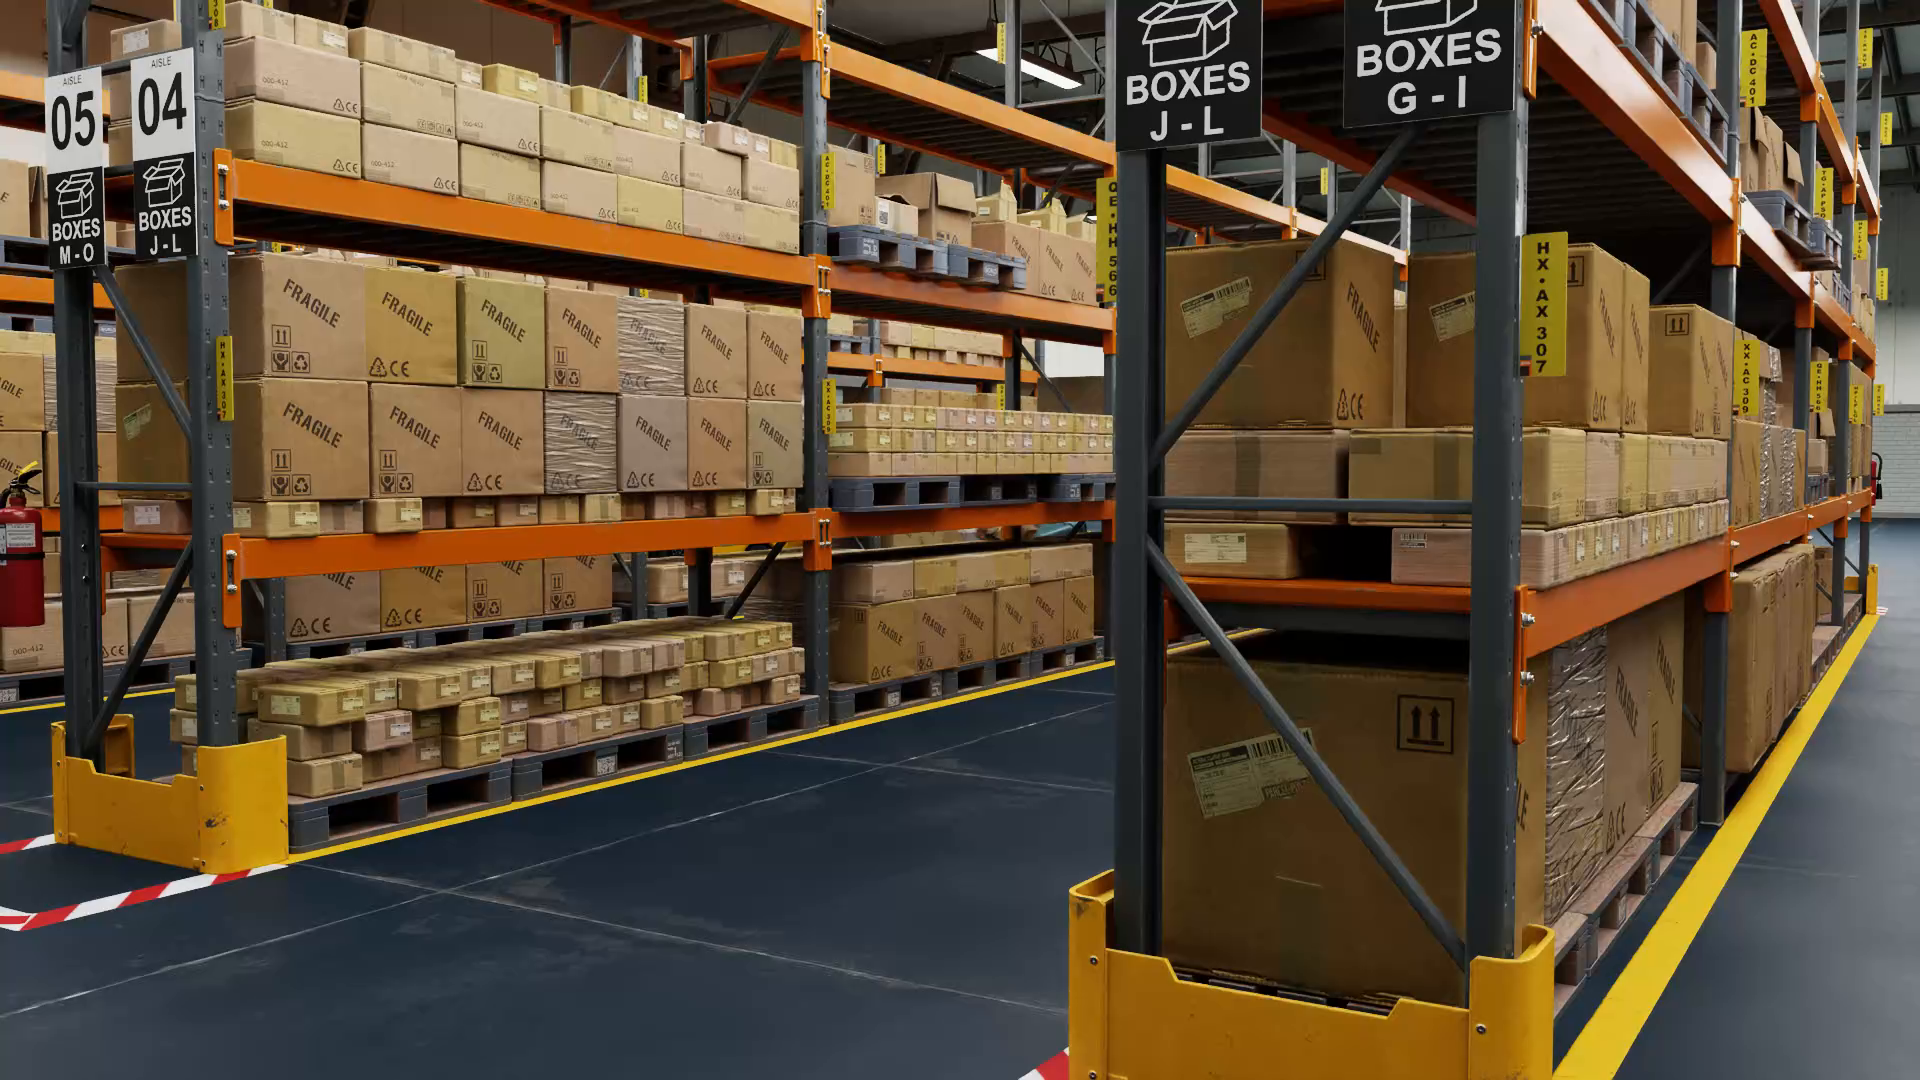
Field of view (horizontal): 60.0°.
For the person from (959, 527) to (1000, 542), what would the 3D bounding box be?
[{"bbox_3d":[0.239,-0.060,16.293,0.545,1.771,0.531,-2,4,-41],"label":"person"}]
